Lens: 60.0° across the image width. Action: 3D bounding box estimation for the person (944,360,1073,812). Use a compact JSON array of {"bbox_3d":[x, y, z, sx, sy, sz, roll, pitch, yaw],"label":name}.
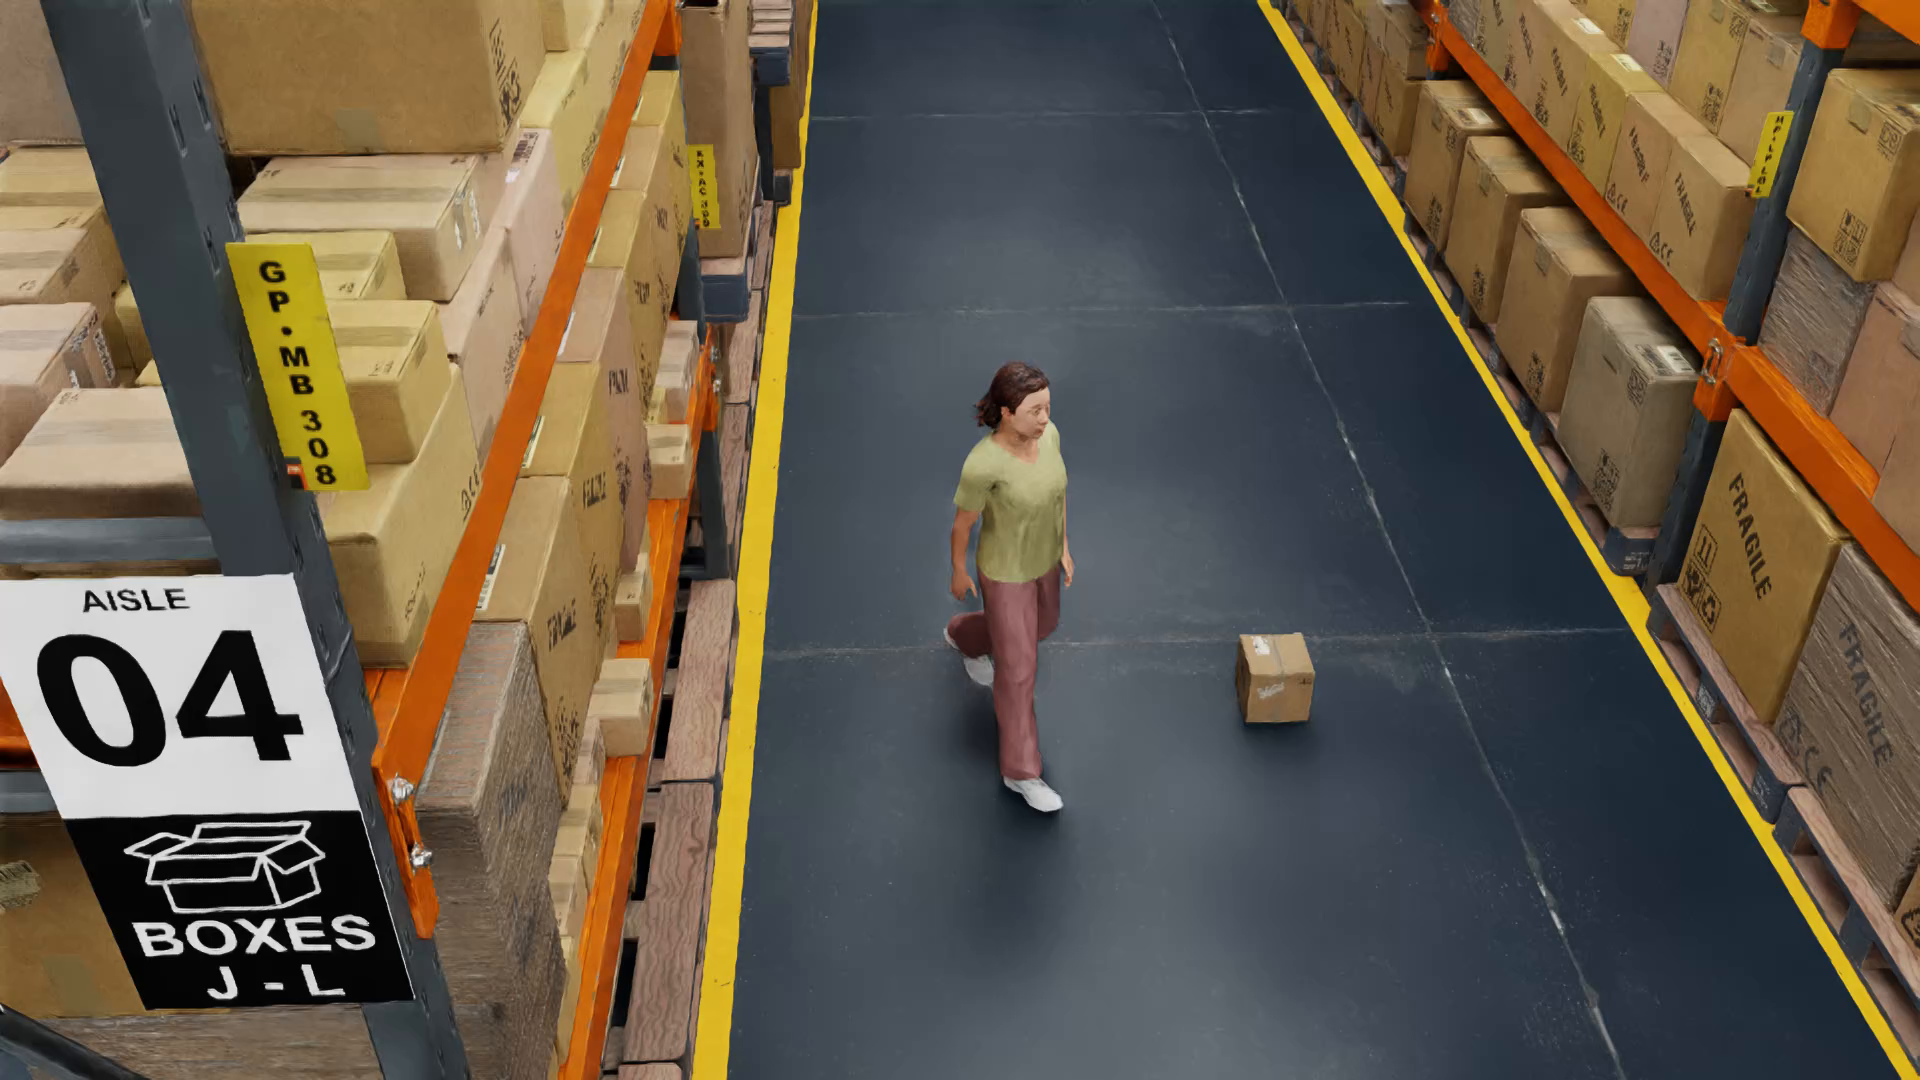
[{"bbox_3d":[0.171,0.197,6.094,0.895,1.386,0.528,26,43,32],"label":"person"}]
